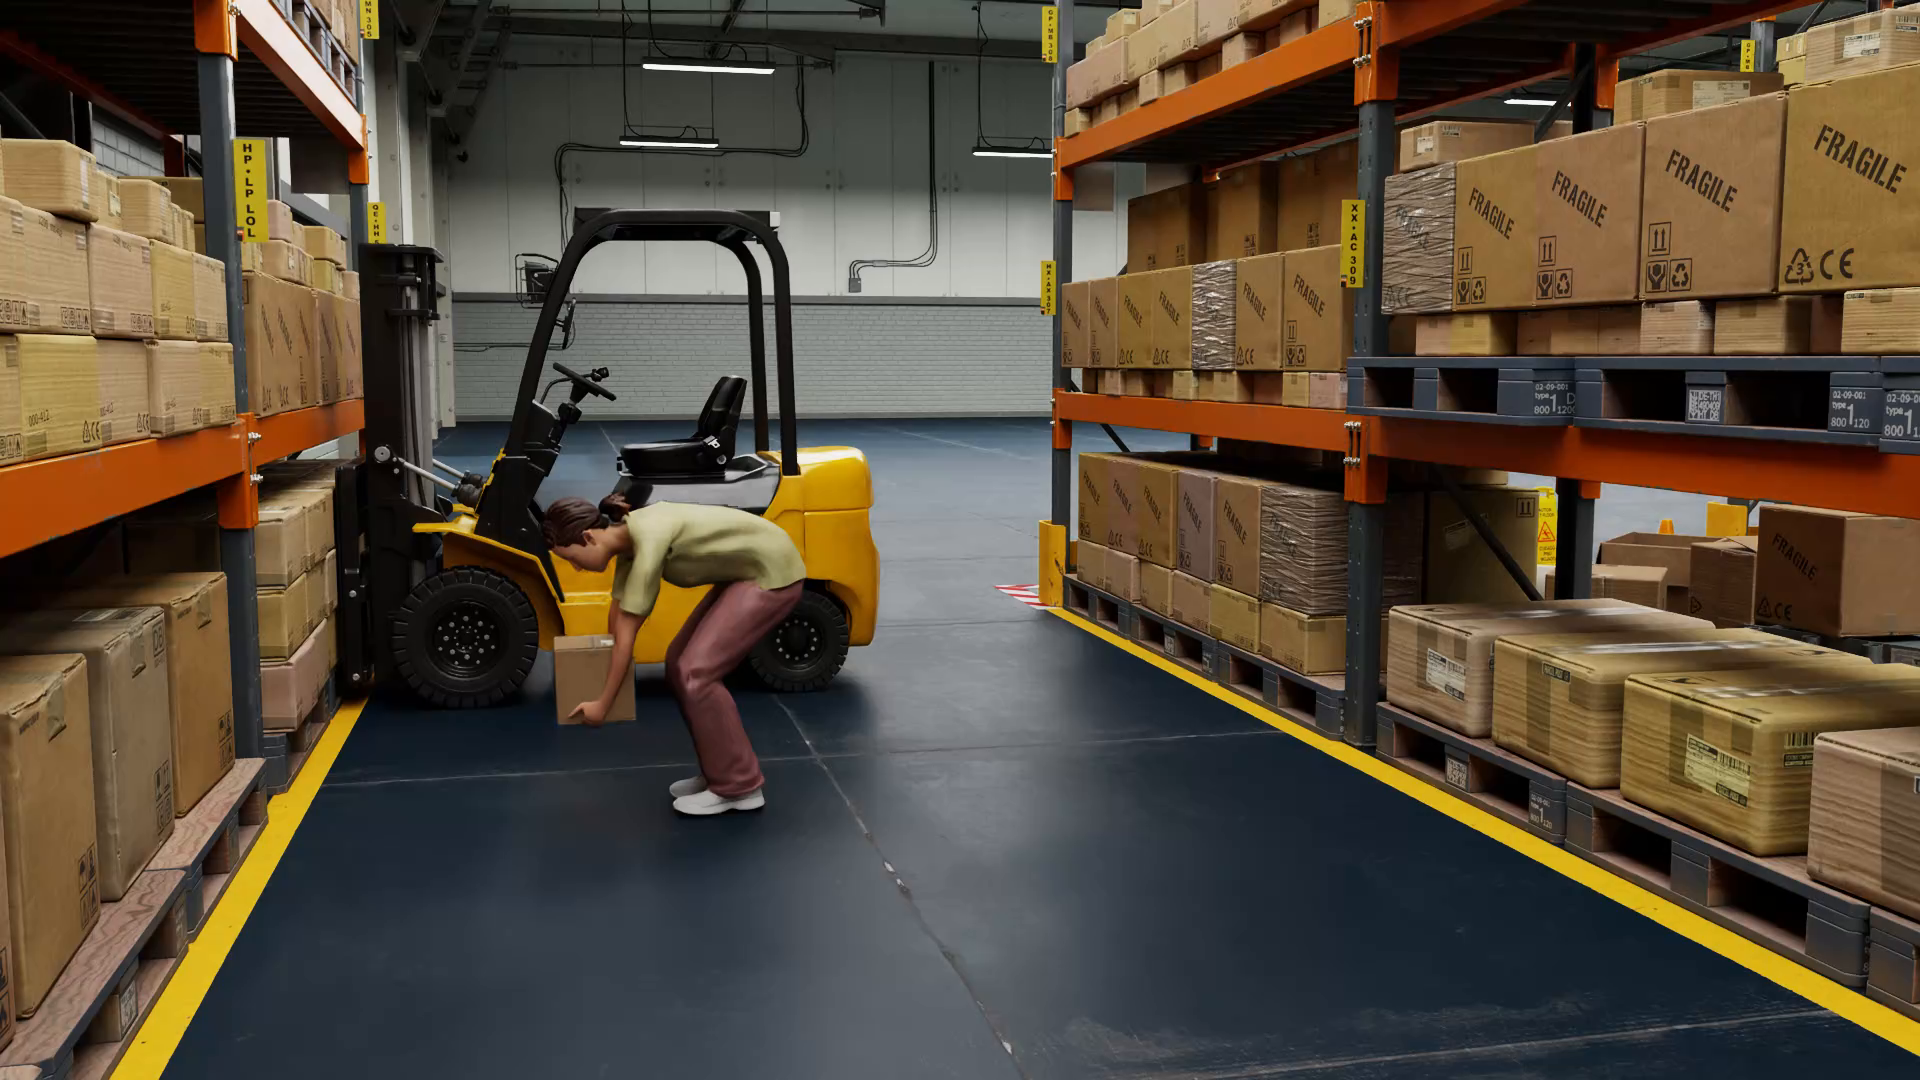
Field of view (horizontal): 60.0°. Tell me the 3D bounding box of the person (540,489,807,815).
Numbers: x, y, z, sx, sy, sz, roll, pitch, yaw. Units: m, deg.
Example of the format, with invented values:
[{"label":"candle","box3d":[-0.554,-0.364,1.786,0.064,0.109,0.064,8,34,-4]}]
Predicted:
[{"label":"person","box3d":[-0.944,0.363,5.545,0.863,1.083,0.439,-2,6,-16]}]
